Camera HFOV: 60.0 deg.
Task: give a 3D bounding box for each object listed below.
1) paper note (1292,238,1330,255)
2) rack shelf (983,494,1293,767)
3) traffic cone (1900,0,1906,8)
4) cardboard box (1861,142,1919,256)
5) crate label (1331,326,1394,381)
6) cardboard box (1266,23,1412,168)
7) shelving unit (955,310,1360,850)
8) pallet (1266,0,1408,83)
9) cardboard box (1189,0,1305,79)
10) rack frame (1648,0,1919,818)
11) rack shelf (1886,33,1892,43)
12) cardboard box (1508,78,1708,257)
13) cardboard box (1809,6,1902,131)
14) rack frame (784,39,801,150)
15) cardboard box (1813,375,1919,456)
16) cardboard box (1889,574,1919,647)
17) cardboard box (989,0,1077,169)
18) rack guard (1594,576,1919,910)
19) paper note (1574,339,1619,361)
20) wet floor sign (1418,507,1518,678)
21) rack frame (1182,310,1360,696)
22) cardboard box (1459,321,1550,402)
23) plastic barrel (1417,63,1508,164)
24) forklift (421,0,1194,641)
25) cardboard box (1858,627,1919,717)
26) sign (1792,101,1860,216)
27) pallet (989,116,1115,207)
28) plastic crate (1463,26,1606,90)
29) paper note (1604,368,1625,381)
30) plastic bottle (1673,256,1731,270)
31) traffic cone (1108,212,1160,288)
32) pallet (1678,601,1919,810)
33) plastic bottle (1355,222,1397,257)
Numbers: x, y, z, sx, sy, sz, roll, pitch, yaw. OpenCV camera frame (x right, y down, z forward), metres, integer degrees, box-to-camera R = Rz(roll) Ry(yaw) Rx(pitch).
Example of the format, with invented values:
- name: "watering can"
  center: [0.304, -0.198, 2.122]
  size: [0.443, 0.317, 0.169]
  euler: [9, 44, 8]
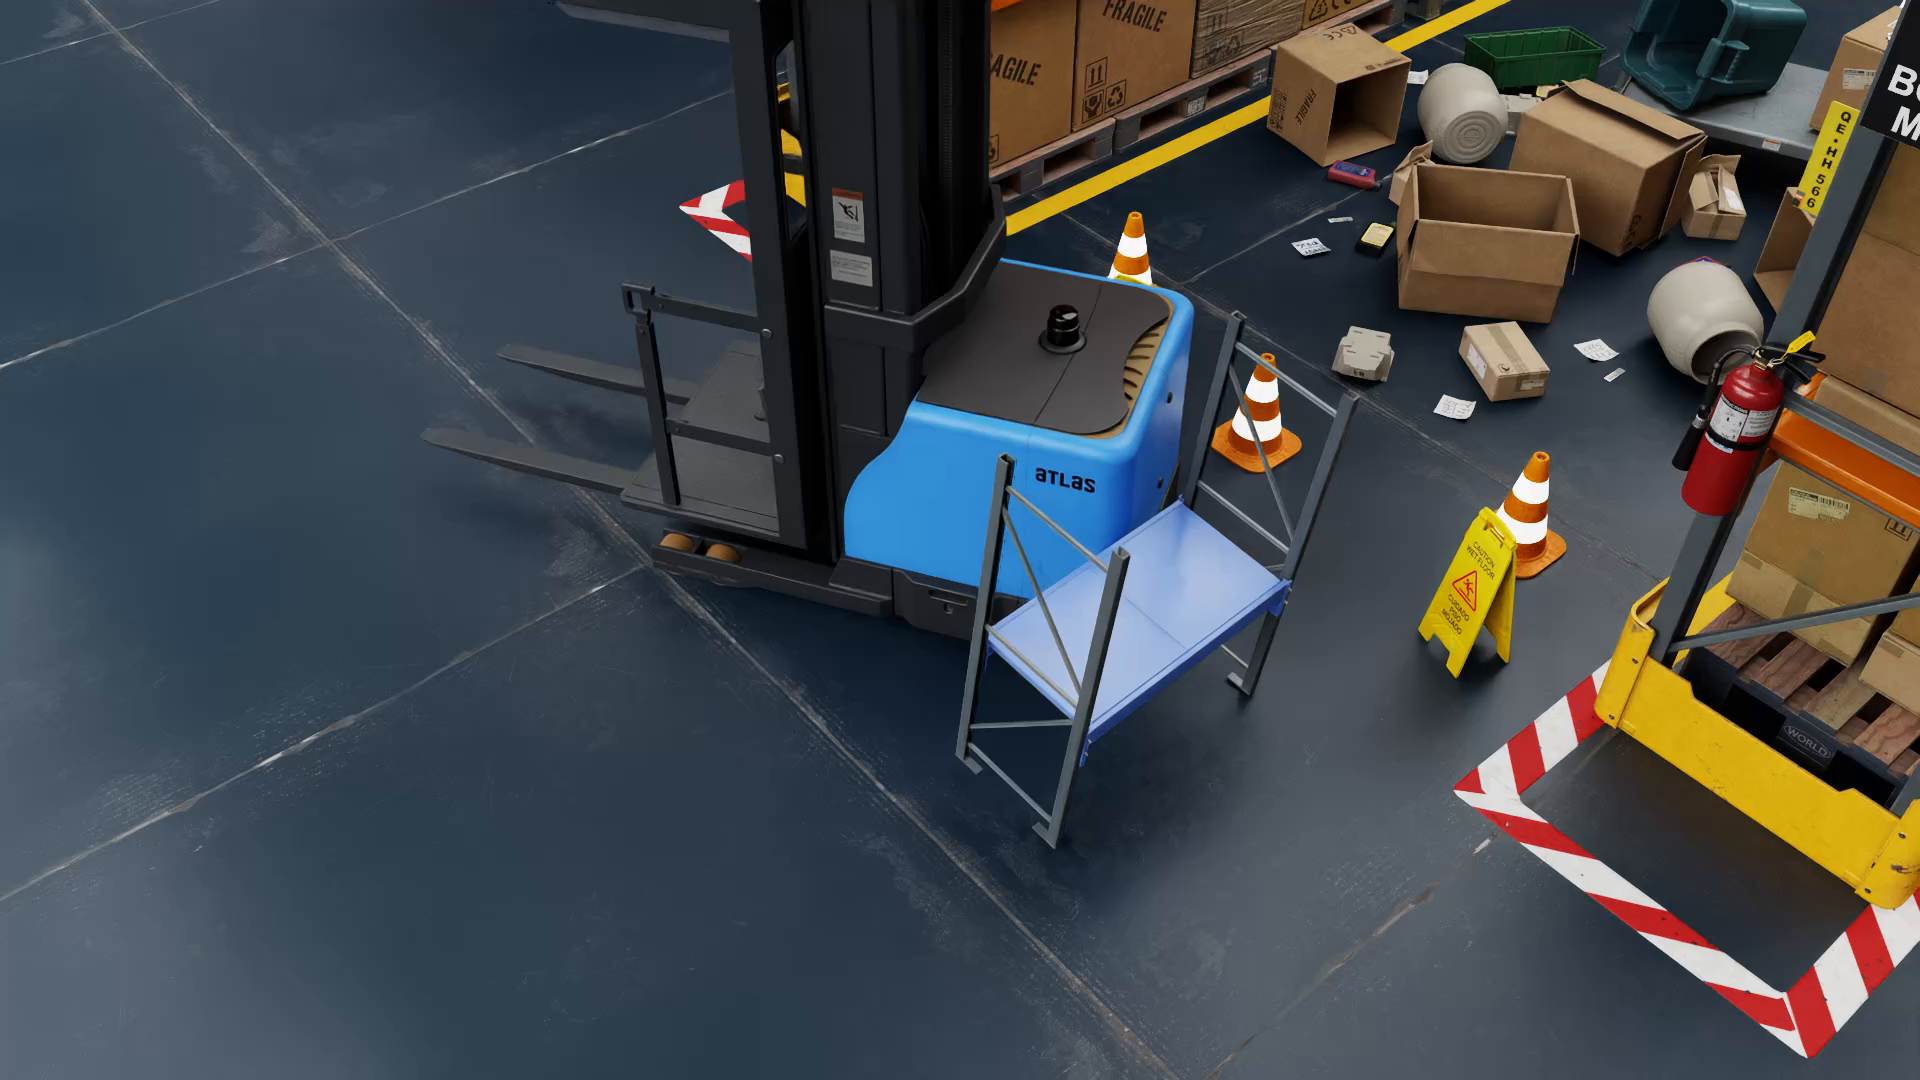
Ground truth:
- name: "paper note"
  center: [1.750, -1.462, 8.286]
  size: [0.142, 0.017, 0.144]
  euler: [-14, 45, -14]
- name: "rack shelf"
  center: [0.583, 0.280, 5.577]
  size: [1.000, 0.185, 0.538]
  euler: [-32, 59, -30]
- name: "traffic cone"
  center: [5.445, -2.975, 9.580]
  size: [0.334, 0.463, 0.336]
  euler: [-30, 51, -28]
- name: "cardboard box"
  center: [2.995, -1.059, 4.666]
  size: [0.500, 0.500, 0.700]
  euler: [-31, 51, -29]
- name: "crate label"
  center: [1.836, -0.845, 7.550]
  size: [0.250, 0.136, 0.298]
  euler: [14, 45, 15]
- name: "cardboard box"
  center: [2.026, -2.392, 8.930]
  size: [0.500, 0.500, 0.500]
  euler: [-21, 47, -21]
- name: "shelving unit"
  center: [0.598, 0.161, 5.443]
  size: [1.048, 1.500, 0.538]
  euler: [-32, 59, -30]
- name: "pallet"
  center: [1.924, -3.213, 10.017]
  size: [1.213, 0.211, 1.003]
  euler: [-30, 51, -28]
- name: "cardboard box"
  center: [1.342, -3.264, 9.280]
  size: [0.875, 0.875, 0.875]
  euler: [-29, 51, -28]
- name: "rack frame"
  center: [2.743, -0.211, 4.784]
  size: [0.127, 3.000, 1.000]
  euler: [-30, 51, -28]
- name: "rack shelf"
  center: [4.277, -1.921, 4.938]
  size: [4.000, 0.370, 1.077]
  euler: [-30, 51, -28]
- name: "cardboard box"
  center: [3.178, -1.867, 8.271]
  size: [0.503, 0.637, 0.797]
  euler: [-30, 51, -28]
- name: "cardboard box"
  center: [4.646, -2.254, 8.232]
  size: [0.500, 0.500, 0.500]
  euler: [-30, 51, -28]
- name: "rack frame"
  center: [-0.510, -2.766, 7.504]
  size: [0.127, 3.000, 1.000]
  euler: [-30, 51, -28]
- name: "cardboard box"
  center: [2.893, -0.396, 5.164]
  size: [0.250, 0.149, 0.380]
  euler: [-28, 50, -27]
- name: "cardboard box"
  center: [3.557, 0.145, 5.558]
  size: [0.500, 0.500, 0.500]
  euler: [-32, 52, -29]
- name: "cardboard box"
  center: [-0.033, -2.477, 8.442]
  size: [0.875, 0.875, 0.875]
  euler: [-29, 51, -28]
- name: "rack guard"
  center: [2.801, 0.667, 5.675]
  size: [0.348, 0.500, 1.175]
  euler: [-30, 51, -28]
- name: "paper note"
  center: [2.939, -0.879, 7.672]
  size: [0.142, 0.019, 0.148]
  euler: [-14, 45, -14]
- name: "wet floor sign"
  center: [1.911, 0.169, 6.099]
  size: [0.232, 0.644, 0.267]
  euler: [-14, 45, -14]
- name: "rack frame"
  center: [0.971, -0.076, 5.695]
  size: [0.032, 1.500, 0.500]
  euler: [-32, 59, -30]
- name: "cardboard box"
  center: [2.452, -0.808, 7.502]
  size: [0.250, 0.149, 0.380]
  euler: [-7, 44, -7]
- name: "plastic barrel"
  center: [2.672, -2.280, 8.868]
  size: [0.421, 0.421, 0.512]
  euler: [0, 43, 0]
- name: "forklift"
  center: [-0.694, -1.215, 5.902]
  size: [3.031, 2.935, 1.130]
  euler: [13, 45, 14]
- name: "cardboard box"
  center: [3.539, 0.429, 5.804]
  size: [0.500, 0.250, 0.500]
  euler: [-30, 51, -28]
- name: "sign"
  center: [2.402, -1.049, 4.599]
  size: [0.005, 0.325, 0.100]
  euler: [-30, 51, -28]
- name: "pallet"
  center: [0.053, -2.142, 8.876]
  size: [1.213, 0.211, 1.003]
  euler: [-30, 51, -28]
- name: "plastic crate"
  center: [3.265, -2.755, 9.504]
  size: [0.662, 0.188, 0.450]
  euler: [-7, 34, -7]
- name: "paper note"
  center: [2.969, -0.750, 7.541]
  size: [0.123, 0.001, 0.032]
  euler: [-30, 51, -28]
- name: "plastic bottle"
  center: [3.618, -1.315, 8.105]
  size: [0.283, 0.061, 0.133]
  euler: [-21, 47, -21]
- name: "traffic cone"
  center: [0.808, -1.329, 7.827]
  size: [0.334, 0.463, 0.336]
  euler: [-30, 51, -28]
- name: "pallet"
  center: [3.447, 0.434, 6.134]
  size: [1.213, 0.211, 1.003]
  euler: [-30, 51, -28]
- name: "plastic bottle"
  center: [2.091, -1.523, 8.327]
  size: [0.133, 0.061, 0.283]
  euler: [22, 47, 21]
